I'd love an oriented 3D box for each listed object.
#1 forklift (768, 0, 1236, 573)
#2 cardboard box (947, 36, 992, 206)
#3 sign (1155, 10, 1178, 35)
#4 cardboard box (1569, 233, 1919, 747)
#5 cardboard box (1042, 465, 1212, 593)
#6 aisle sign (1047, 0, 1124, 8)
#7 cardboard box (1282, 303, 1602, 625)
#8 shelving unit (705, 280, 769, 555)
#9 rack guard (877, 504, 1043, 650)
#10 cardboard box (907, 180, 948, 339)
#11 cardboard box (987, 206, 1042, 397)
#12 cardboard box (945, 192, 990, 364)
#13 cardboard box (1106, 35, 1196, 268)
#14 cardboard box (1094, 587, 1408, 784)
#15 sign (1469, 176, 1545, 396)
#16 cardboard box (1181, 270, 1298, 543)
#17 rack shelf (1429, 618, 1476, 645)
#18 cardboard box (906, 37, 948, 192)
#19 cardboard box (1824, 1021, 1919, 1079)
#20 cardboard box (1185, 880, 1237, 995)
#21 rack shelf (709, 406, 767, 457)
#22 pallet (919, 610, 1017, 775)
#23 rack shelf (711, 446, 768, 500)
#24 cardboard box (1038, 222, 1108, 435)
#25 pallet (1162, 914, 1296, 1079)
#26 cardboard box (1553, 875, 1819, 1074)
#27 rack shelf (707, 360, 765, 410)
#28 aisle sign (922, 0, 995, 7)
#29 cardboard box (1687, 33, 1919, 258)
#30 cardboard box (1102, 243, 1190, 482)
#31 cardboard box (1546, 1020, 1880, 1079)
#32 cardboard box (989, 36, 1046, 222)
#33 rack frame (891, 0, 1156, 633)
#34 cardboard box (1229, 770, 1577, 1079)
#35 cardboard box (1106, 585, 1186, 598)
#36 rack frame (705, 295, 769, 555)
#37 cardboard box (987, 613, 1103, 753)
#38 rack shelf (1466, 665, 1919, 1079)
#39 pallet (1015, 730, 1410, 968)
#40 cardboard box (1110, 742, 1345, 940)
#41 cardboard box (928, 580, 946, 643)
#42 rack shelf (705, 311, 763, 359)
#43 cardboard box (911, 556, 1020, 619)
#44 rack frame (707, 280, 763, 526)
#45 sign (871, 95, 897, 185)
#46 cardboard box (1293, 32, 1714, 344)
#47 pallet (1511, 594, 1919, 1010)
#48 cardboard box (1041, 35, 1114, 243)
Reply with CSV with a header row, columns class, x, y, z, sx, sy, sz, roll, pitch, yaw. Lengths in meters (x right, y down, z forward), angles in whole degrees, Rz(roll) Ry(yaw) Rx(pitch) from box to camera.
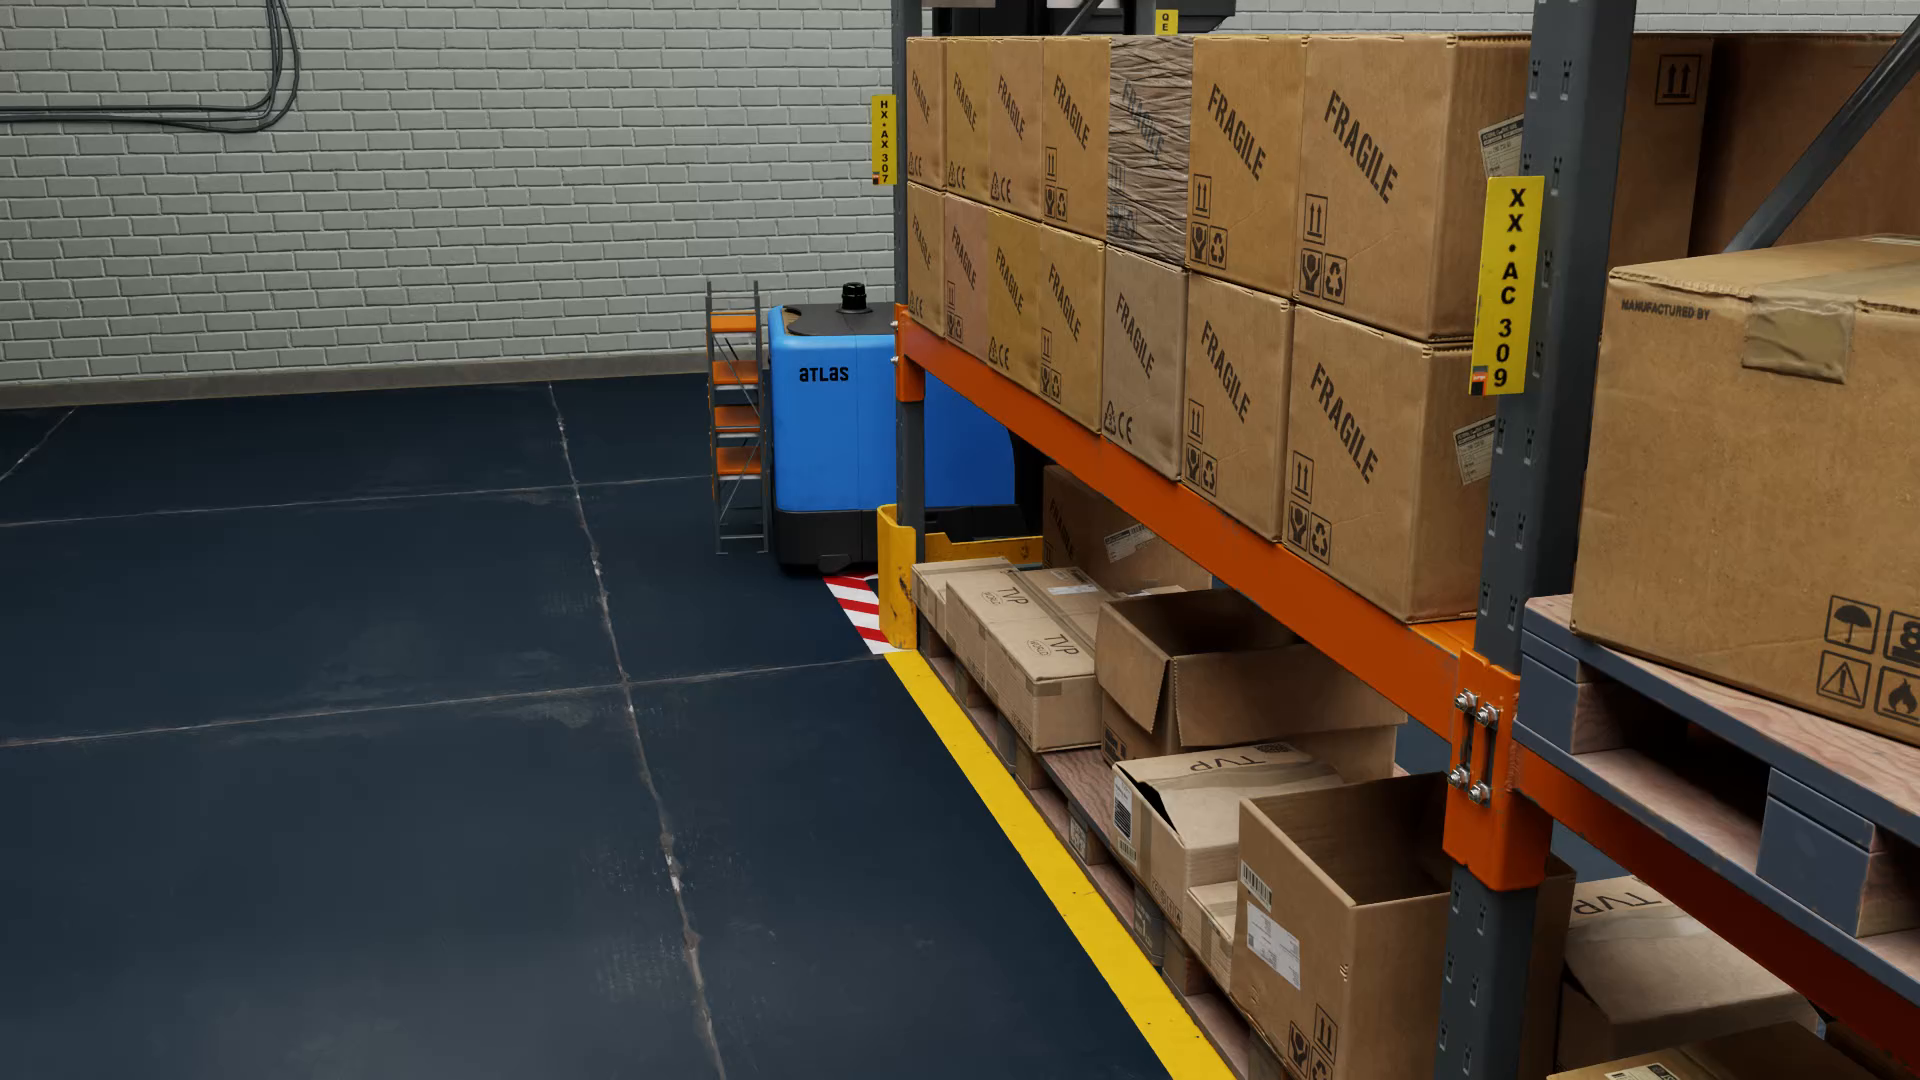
class,x,y,z,sx,sy,sz,roll,pitch,yaw
forklift,0.625,-1.427,7.609,3.031,2.935,1.130,-2,17,-7
cardboard box,0.262,-1.355,5.337,0.500,0.500,0.500,-5,17,-15
sign,0.782,-1.860,6.368,0.100,0.325,0.005,-5,17,-15
cardboard box,1.257,-0.110,2.200,0.700,0.500,0.500,-12,20,-34
cardboard box,0.629,0.001,6.313,0.500,0.500,0.500,-5,17,-15
aisle sign,0.519,-2.404,6.222,0.394,0.787,0.004,-5,17,-15
cardboard box,0.958,-0.175,3.148,0.500,0.500,0.500,-4,17,-14
shelving unit,-1.044,-0.580,7.799,0.258,1.200,0.503,-2,17,-7
rack guard,0.264,0.102,6.743,1.175,0.500,0.348,-5,17,-15
cardboard box,0.111,-1.020,5.960,0.500,0.500,0.500,-4,17,-14
cardboard box,0.393,-0.739,5.024,0.500,0.500,0.500,-5,17,-15
cardboard box,0.258,-0.878,5.487,0.500,0.500,0.500,-5,17,-16
cardboard box,0.673,-0.937,3.944,0.500,0.500,0.500,-5,17,-15
cardboard box,0.821,0.456,4.794,0.797,0.503,0.637,-5,17,-15
sign,0.823,-0.379,2.495,0.100,0.325,0.005,-5,17,-15
cardboard box,0.815,-0.318,3.622,0.500,0.500,0.500,-4,17,-14
rack shelf,0.793,-0.312,4.687,0.919,0.124,3.809,-5,17,-15
cardboard box,0.111,-1.499,5.817,0.500,0.500,0.500,-4,17,-14
cardboard box,1.753,1.091,2.687,0.500,0.500,0.500,-5,17,-16
cardboard box,0.752,0.911,3.896,0.380,0.149,0.250,-5,17,-15
rack shelf,-1.044,-0.516,7.818,0.258,0.148,0.480,-2,17,-7
pallet,0.484,0.461,6.050,1.003,0.211,1.213,-5,17,-15
rack shelf,-1.044,-0.326,7.875,0.258,0.148,0.480,-2,17,-7
cardboard box,0.529,-0.600,4.563,0.500,0.500,0.500,-4,17,-15
pallet,1.154,1.136,3.803,1.003,0.211,1.213,-5,17,-15
cardboard box,1.435,0.934,3.536,0.500,0.311,0.500,-5,17,-15
rack shelf,-1.044,-0.730,7.754,0.258,0.148,0.480,-2,17,-7
aisle sign,-0.058,-2.357,6.064,0.394,0.787,0.004,-5,17,-15
cardboard box,1.483,-0.689,3.119,0.500,0.500,0.500,-4,17,-14
cardboard box,0.672,-0.460,4.095,0.500,0.500,0.500,-4,17,-14
cardboard box,1.241,1.130,2.556,0.500,0.500,0.500,-6,18,-18
cardboard box,0.395,-1.216,4.875,0.500,0.500,0.500,-4,17,-14
rack frame,0.243,-1.116,6.453,1.000,3.000,0.127,-5,17,-15
cardboard box,0.913,0.842,3.516,0.500,0.500,0.500,-5,17,-15
cardboard box,0.654,0.280,5.965,0.380,0.166,0.250,-5,17,-15
rack frame,-1.012,-0.511,7.567,0.240,1.200,0.015,-2,17,-7
cardboard box,0.395,0.440,5.289,0.500,0.250,0.500,-5,17,-15
rack shelf,1.892,0.888,1.031,1.077,0.370,4.000,-5,17,-15
pallet,0.816,0.798,4.929,1.003,0.211,1.213,-5,17,-15
cardboard box,0.707,0.725,4.234,0.500,0.311,0.500,-5,17,-15
cardboard box,0.096,0.243,6.091,0.380,0.166,0.250,-5,17,-15
rack shelf,-1.044,-0.957,7.686,0.258,0.148,0.480,-2,17,-7
cardboard box,0.028,0.182,6.324,0.380,0.149,0.250,-5,17,-15
rack frame,-1.076,-0.650,8.031,0.240,1.200,0.015,-2,17,-7
sign,-0.279,-1.488,6.185,0.100,0.325,0.005,-5,17,-15
cardboard box,0.954,-0.656,3.009,0.500,0.500,0.500,-5,17,-15
pallet,1.457,0.312,2.033,1.003,0.211,1.213,-5,17,-15
cardboard box,0.536,-1.076,4.408,0.500,0.500,0.500,-5,17,-16
